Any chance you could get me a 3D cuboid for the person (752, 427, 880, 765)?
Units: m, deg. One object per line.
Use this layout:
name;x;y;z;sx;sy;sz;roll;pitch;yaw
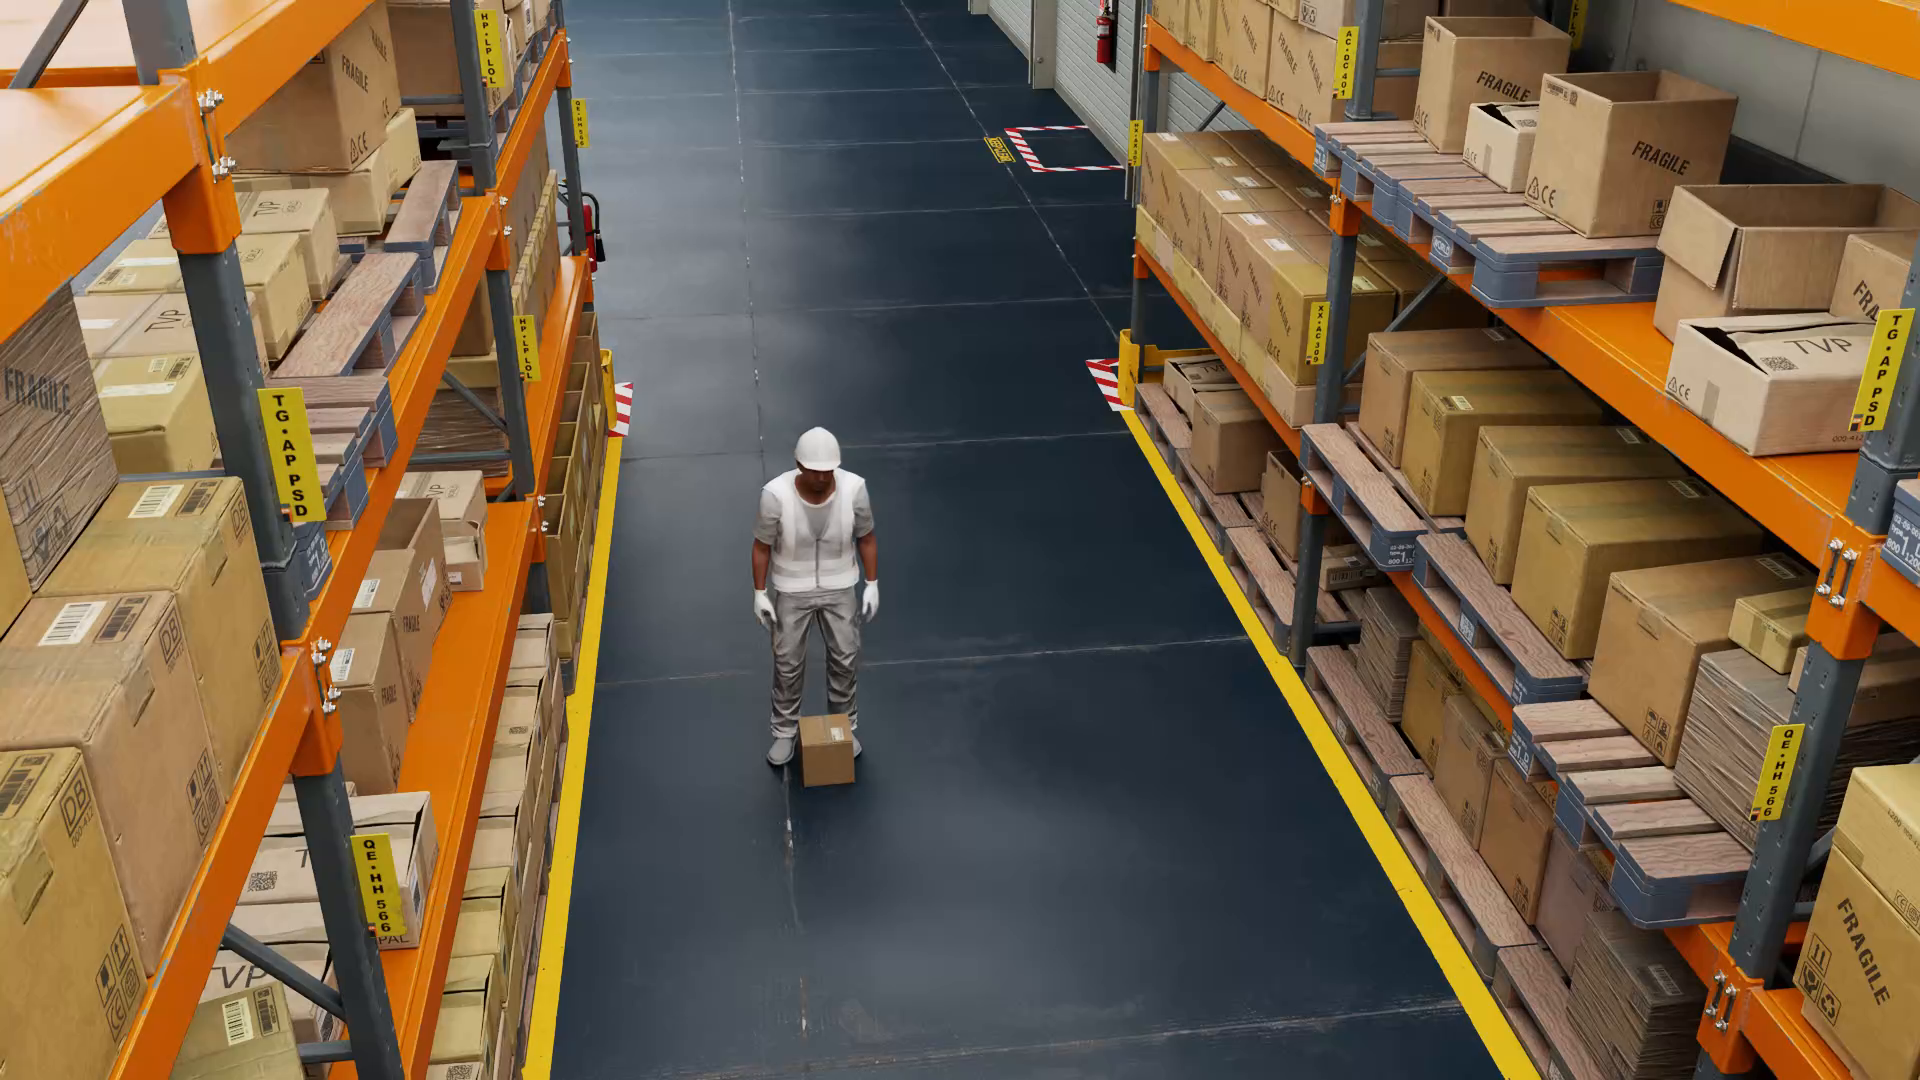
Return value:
person;-0.698;0.259;8.096;0.623;1.773;0.450;-5;27;-10
